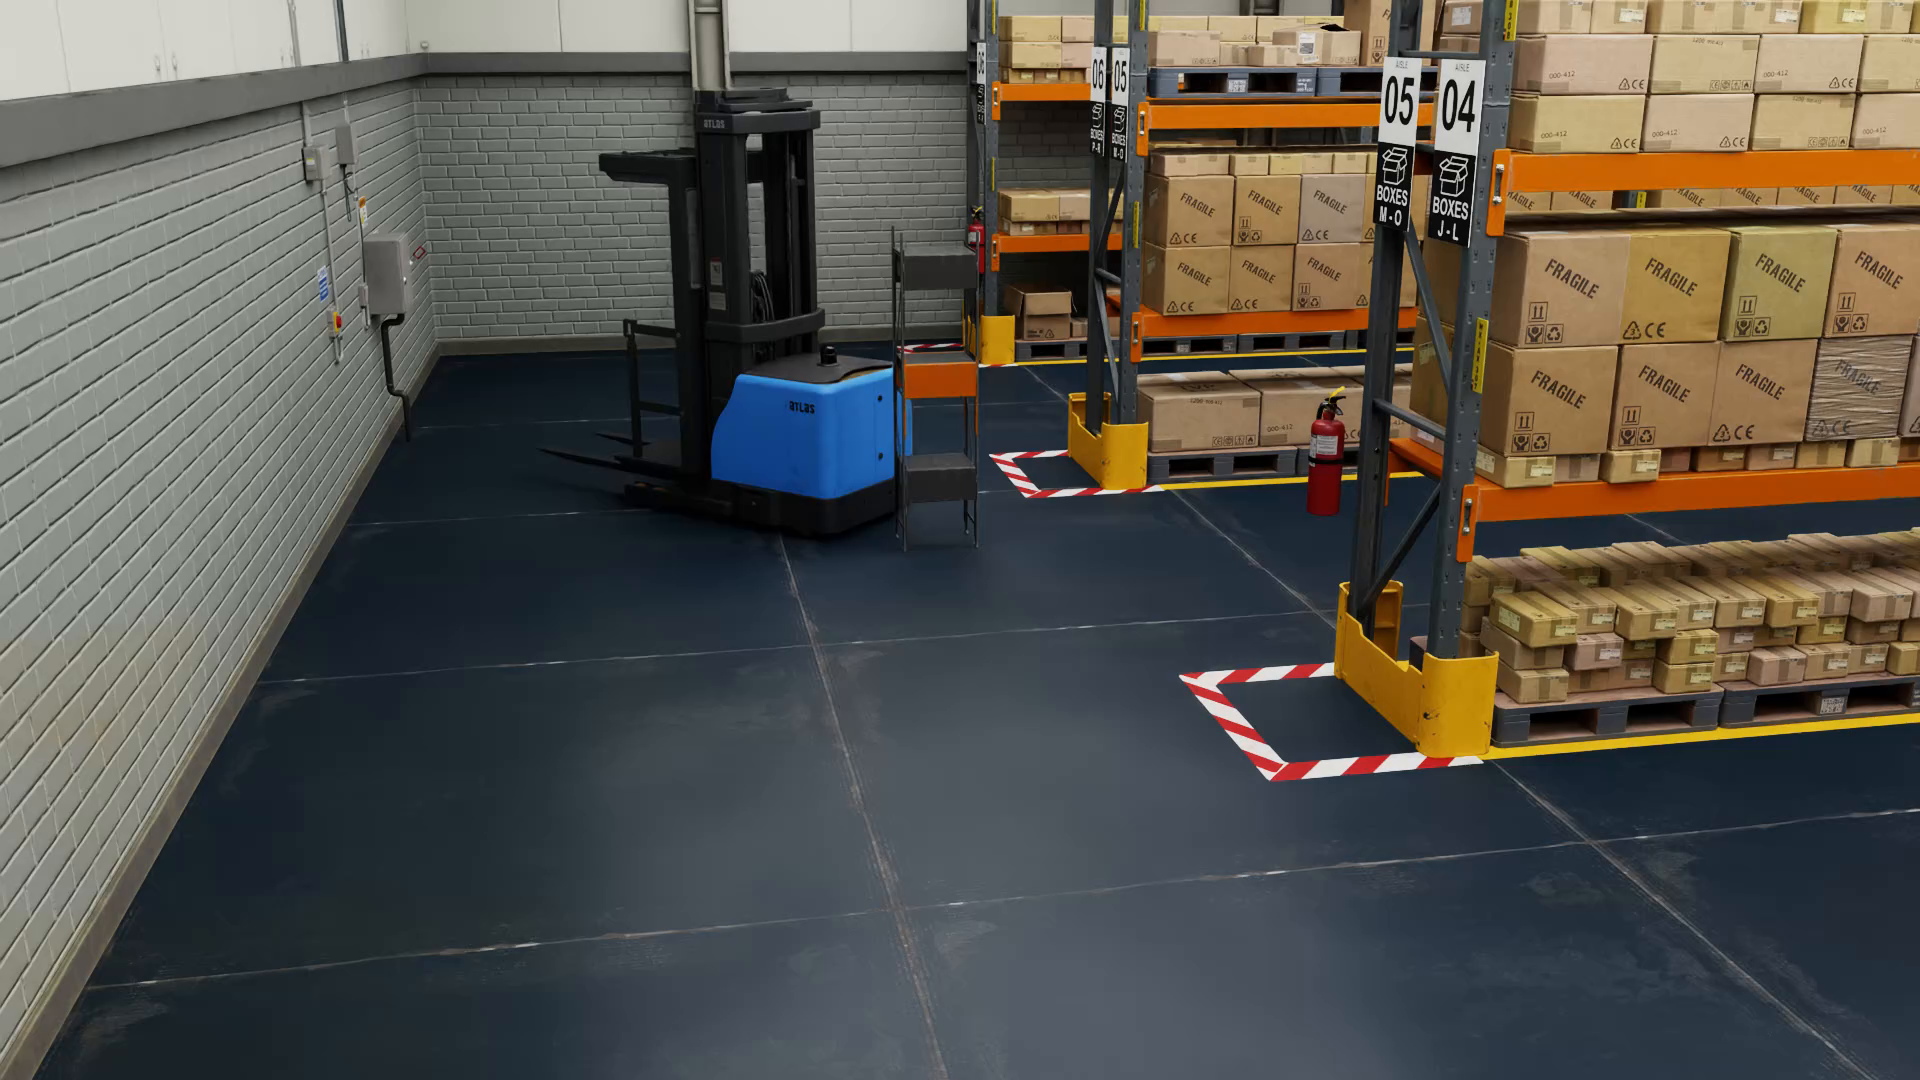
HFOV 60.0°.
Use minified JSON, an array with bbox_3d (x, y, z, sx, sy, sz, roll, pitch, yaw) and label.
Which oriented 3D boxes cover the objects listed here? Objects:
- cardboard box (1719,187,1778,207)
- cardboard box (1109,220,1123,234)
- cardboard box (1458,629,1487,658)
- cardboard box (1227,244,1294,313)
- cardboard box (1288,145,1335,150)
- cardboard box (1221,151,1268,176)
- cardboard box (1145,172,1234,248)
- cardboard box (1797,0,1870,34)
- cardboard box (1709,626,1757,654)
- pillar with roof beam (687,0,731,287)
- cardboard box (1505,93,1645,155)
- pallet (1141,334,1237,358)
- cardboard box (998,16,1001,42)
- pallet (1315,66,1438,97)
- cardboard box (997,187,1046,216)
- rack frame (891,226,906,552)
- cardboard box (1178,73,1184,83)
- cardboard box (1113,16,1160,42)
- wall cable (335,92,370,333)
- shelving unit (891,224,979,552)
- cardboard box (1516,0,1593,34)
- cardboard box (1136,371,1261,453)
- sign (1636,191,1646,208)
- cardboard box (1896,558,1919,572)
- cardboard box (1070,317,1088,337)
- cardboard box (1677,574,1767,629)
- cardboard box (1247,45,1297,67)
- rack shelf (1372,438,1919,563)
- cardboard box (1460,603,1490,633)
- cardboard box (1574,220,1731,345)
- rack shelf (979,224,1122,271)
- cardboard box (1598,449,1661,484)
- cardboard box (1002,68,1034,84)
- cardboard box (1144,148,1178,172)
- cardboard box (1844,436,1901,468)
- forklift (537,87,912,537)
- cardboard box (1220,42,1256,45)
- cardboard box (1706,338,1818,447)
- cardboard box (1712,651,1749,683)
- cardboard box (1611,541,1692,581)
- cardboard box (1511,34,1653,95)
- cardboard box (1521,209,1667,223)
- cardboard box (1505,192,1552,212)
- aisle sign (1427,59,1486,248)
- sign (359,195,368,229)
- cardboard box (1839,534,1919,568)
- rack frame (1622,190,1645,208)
[{"bbox_3d":[6.077,-2.711,13.157,0.500,0.500,0.500,-3,17,-11],"label":"cardboard box"},{"bbox_3d":[1.611,-3.299,17.373,0.250,0.149,0.380,-3,17,-10],"label":"cardboard box"},{"bbox_3d":[2.685,0.509,8.685,0.250,0.149,0.380,-3,17,-10],"label":"cardboard box"},{"bbox_3d":[2.186,-2.013,12.585,0.500,0.500,0.500,-3,17,-11],"label":"cardboard box"},{"bbox_3d":[2.726,-2.985,12.944,0.250,0.149,0.380,-3,17,-9],"label":"cardboard box"},{"bbox_3d":[2.091,-2.777,12.266,0.250,0.149,0.380,-3,17,-9],"label":"cardboard box"},{"bbox_3d":[1.694,-2.455,12.323,0.500,0.500,0.500,-4,17,-12],"label":"cardboard box"},{"bbox_3d":[3.851,-2.356,7.489,0.250,0.149,0.380,-3,17,-9],"label":"cardboard box"},{"bbox_3d":[3.789,0.438,8.410,0.250,0.149,0.380,-4,18,-13],"label":"cardboard box"},{"bbox_3d":[-1.778,-5.152,12.758,0.400,9.000,9.100,-3,17,-10],"label":"pillar with roof beam"},{"bbox_3d":[2.697,-1.877,7.460,0.500,0.250,0.500,-3,17,-8],"label":"cardboard box"},{"bbox_3d":[2.276,-2.198,18.109,1.213,0.211,1.003,-3,17,-10],"label":"pallet"},{"bbox_3d":[0.607,-5.264,17.130,0.500,0.250,0.500,-4,17,-12],"label":"cardboard box"},{"bbox_3d":[3.096,-3.489,12.606,1.213,0.211,1.003,-3,17,-10],"label":"pallet"},{"bbox_3d":[0.625,-3.588,17.633,0.500,0.250,0.500,-3,17,-9],"label":"cardboard box"},{"bbox_3d":[-0.402,-0.981,10.929,0.015,2.100,0.400,-3,17,-10],"label":"rack frame"},{"bbox_3d":[2.105,-4.737,16.945,0.250,0.149,0.380,-3,17,-10],"label":"cardboard box"},{"bbox_3d":[1.701,-5.166,16.810,0.500,0.250,0.500,-4,17,-11],"label":"cardboard box"},{"bbox_3d":[-4.643,-2.558,12.800,0.122,1.984,0.588,-3,17,-10],"label":"wall cable"},{"bbox_3d":[-0.163,-0.995,10.973,0.503,2.100,0.431,-3,17,-10],"label":"shelving unit"},{"bbox_3d":[2.569,-2.307,7.331,0.250,0.149,0.380,-3,17,-11],"label":"cardboard box"},{"bbox_3d":[1.798,-1.026,13.193,0.875,0.438,0.875,-4,17,-12],"label":"cardboard box"},{"bbox_3d":[5.203,-2.499,12.730,0.005,0.325,0.100,-3,17,-10],"label":"sign"},{"bbox_3d":[5.079,0.220,8.614,0.250,0.149,0.380,-3,17,-9],"label":"cardboard box"},{"bbox_3d":[1.267,-2.272,17.742,0.250,0.149,0.380,-4,18,-13],"label":"cardboard box"},{"bbox_3d":[3.808,0.306,8.335,0.250,0.149,0.380,-3,17,-8],"label":"cardboard box"},{"bbox_3d":[2.281,-3.541,12.166,0.250,0.149,0.380,-3,17,-8],"label":"cardboard box"},{"bbox_3d":[4.171,-0.331,8.505,4.000,0.370,1.077,-3,17,-10],"label":"rack shelf"},{"bbox_3d":[2.672,0.345,8.714,0.250,0.149,0.380,-4,17,-12],"label":"cardboard box"},{"bbox_3d":[3.193,-1.210,7.761,0.500,0.500,0.500,-3,17,-9],"label":"cardboard box"},{"bbox_3d":[2.188,-3.183,17.791,4.000,0.370,1.077,-3,17,-10],"label":"rack shelf"},{"bbox_3d":[3.104,-0.392,7.908,0.250,0.149,0.380,-4,17,-12],"label":"cardboard box"},{"bbox_3d":[0.581,-4.680,16.758,0.250,0.149,0.380,-3,17,-9],"label":"cardboard box"},{"bbox_3d":[1.484,-2.898,12.661,0.250,0.149,0.380,-3,17,-10],"label":"cardboard box"},{"bbox_3d":[4.377,-0.475,8.177,0.250,0.149,0.380,-3,17,-9],"label":"cardboard box"},{"bbox_3d":[-1.836,-1.736,11.971,3.031,2.935,1.130,11,20,32],"label":"forklift"},{"bbox_3d":[2.712,-4.986,17.077,0.500,0.250,0.500,-3,17,-9],"label":"cardboard box"},{"bbox_3d":[3.705,-0.759,7.999,0.500,0.500,0.500,-3,17,-10],"label":"cardboard box"},{"bbox_3d":[3.771,0.584,8.443,0.250,0.149,0.380,-3,17,-10],"label":"cardboard box"},{"bbox_3d":[3.686,0.136,8.887,0.250,0.149,0.380,-3,17,-8],"label":"cardboard box"},{"bbox_3d":[2.698,-2.115,7.383,0.500,0.250,0.500,-3,17,-10],"label":"cardboard box"},{"bbox_3d":[3.107,-1.357,8.240,0.500,0.500,0.500,-4,17,-12],"label":"cardboard box"},{"bbox_3d":[4.186,-2.601,12.799,0.500,0.500,0.500,-3,17,-11],"label":"cardboard box"},{"bbox_3d":[2.193,-1.715,7.360,0.004,0.787,0.394,-3,17,-10],"label":"aisle sign"},{"bbox_3d":[-4.811,-2.645,13.407,0.001,0.242,0.339,-3,17,-10],"label":"sign"},{"bbox_3d":[4.985,0.099,9.009,0.250,0.149,0.380,-4,17,-12],"label":"cardboard box"},{"bbox_3d":[5.097,-2.207,13.390,0.127,3.000,1.000,-3,17,-10],"label":"rack frame"}]
